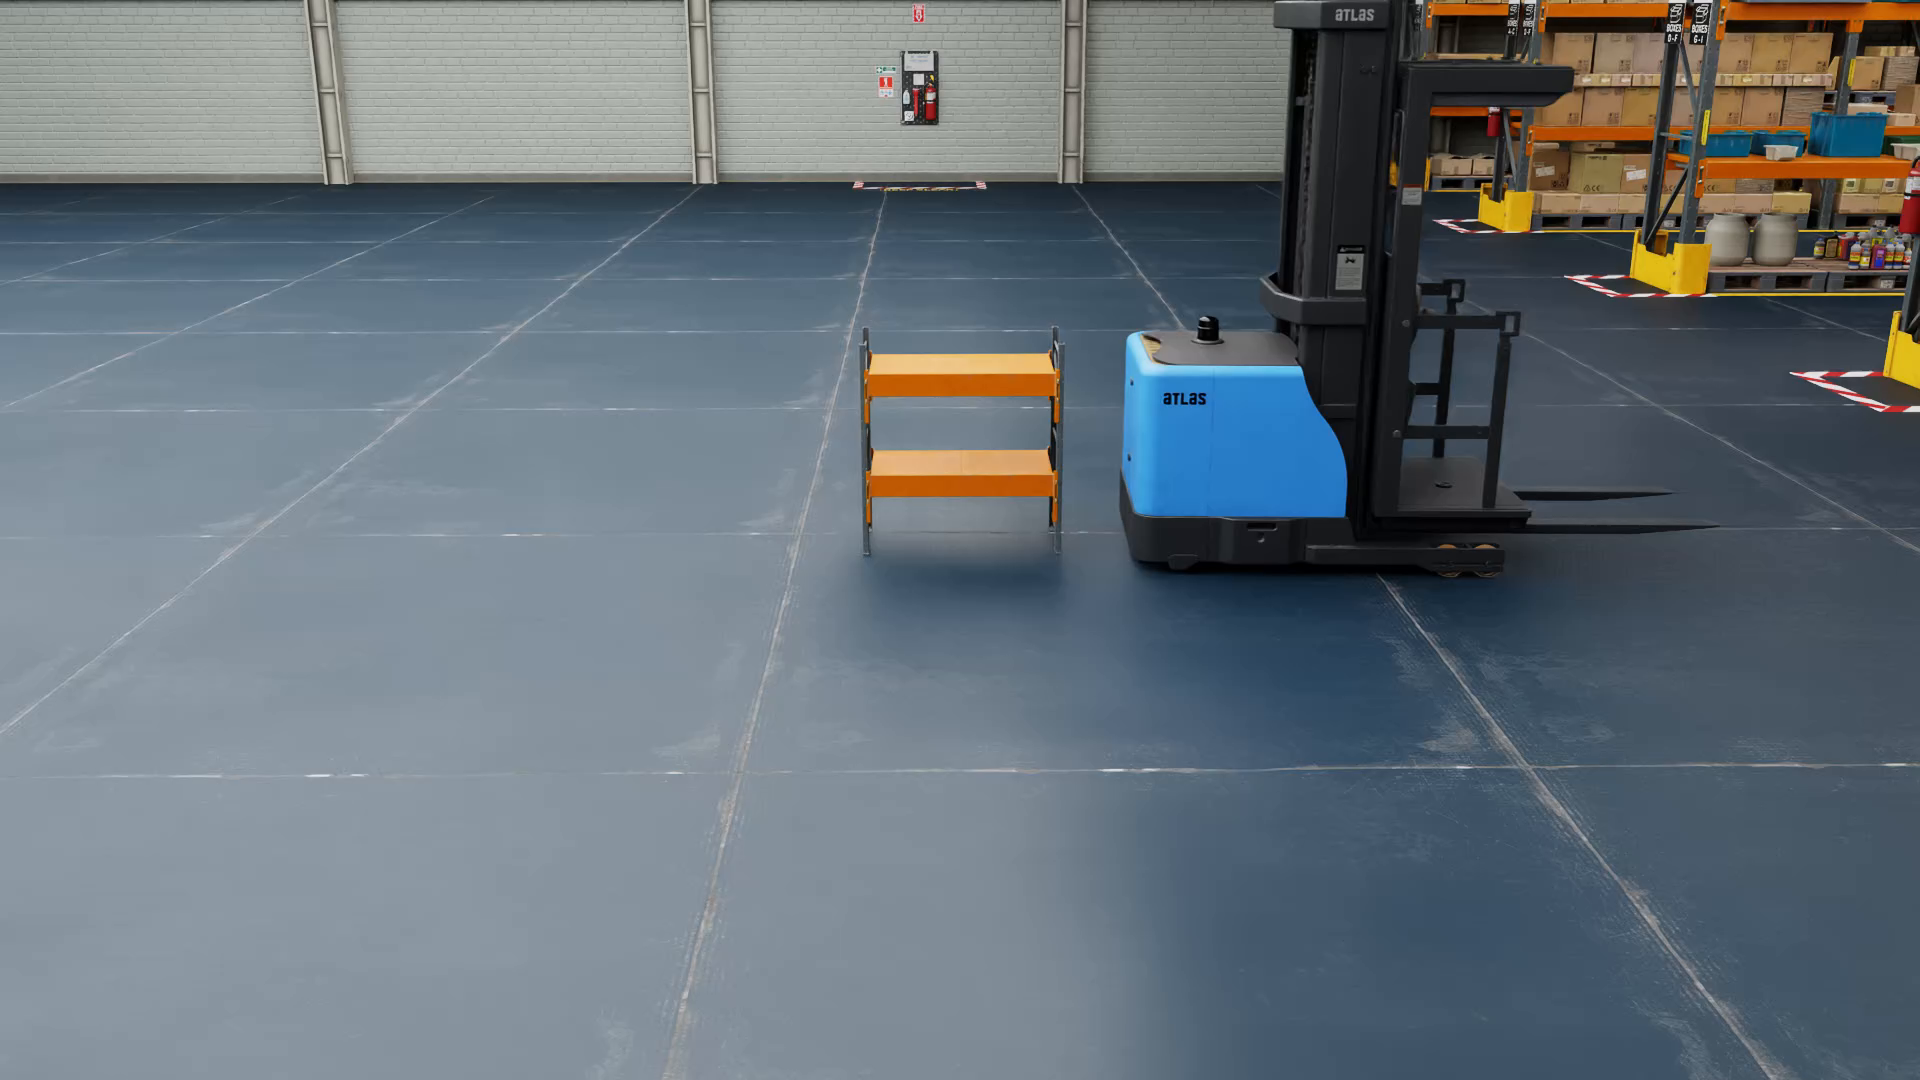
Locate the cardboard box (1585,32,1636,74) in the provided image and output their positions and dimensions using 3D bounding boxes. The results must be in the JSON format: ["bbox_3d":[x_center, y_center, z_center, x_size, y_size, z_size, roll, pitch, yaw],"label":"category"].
[{"bbox_3d":[8.260,-6.254,21.346,0.500,0.500,0.700,-1,18,-2],"label":"cardboard box"}]

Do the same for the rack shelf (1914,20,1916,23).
[{"bbox_3d":[17.131,-8.233,26.069,4.000,0.370,1.077,0,18,-1],"label":"rack shelf"}]

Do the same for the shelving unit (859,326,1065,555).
[{"bbox_3d":[0.007,-0.536,8.876,1.048,1.125,0.538,0,18,-1],"label":"shelving unit"}]

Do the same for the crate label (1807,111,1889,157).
[{"bbox_3d":[9.125,-4.181,17.114,0.616,0.435,0.502,0,18,-1],"label":"crate label"}]

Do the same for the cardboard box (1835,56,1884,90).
[{"bbox_3d":[14.103,-7.378,26.254,0.500,0.500,0.700,-2,18,-6],"label":"cardboard box"}]

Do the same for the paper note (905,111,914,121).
[{"bbox_3d":[-0.830,-6.938,27.207,0.142,0.148,0.016,0,18,-1],"label":"paper note"}]

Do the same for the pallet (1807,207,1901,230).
[{"bbox_3d":[11.950,-4.293,22.085,1.213,0.211,1.003,0,18,-1],"label":"pallet"}]

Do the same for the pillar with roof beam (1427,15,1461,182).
[{"bbox_3d":[7.887,-8.908,22.086,0.400,9.000,9.100,0,18,-1],"label":"pillar with roof beam"}]

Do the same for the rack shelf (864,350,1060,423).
[{"bbox_3d":[0.007,-0.814,8.786,1.000,0.278,0.538,0,18,-1],"label":"rack shelf"}]

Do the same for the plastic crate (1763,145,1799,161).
[{"bbox_3d":[8.189,-3.854,16.582,0.250,0.136,0.298,0,18,-1],"label":"plastic crate"}]

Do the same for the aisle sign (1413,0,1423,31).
[{"bbox_3d":[7.065,-8.245,25.583,0.004,0.787,0.394,0,18,-1],"label":"aisle sign"}]

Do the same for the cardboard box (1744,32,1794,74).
[{"bbox_3d":[10.265,-6.264,21.376,0.500,0.500,0.700,0,18,-1],"label":"cardboard box"}]

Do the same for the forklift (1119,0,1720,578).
[{"bbox_3d":[2.404,-1.368,8.513,3.031,2.935,1.130,0,18,1],"label":"forklift"}]

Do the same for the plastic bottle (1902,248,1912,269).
[{"bbox_3d":[9.649,-2.866,16.933,0.097,0.201,0.097,0,18,0],"label":"plastic bottle"}]

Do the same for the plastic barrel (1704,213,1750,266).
[{"bbox_3d":[7.946,-3.115,17.233,0.421,0.512,0.421,0,18,0],"label":"plastic barrel"}]

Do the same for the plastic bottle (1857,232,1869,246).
[{"bbox_3d":[9.510,-3.122,17.608,0.135,0.276,0.152,-1,18,-2],"label":"plastic bottle"}]

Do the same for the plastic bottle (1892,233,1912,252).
[{"bbox_3d":[9.889,-3.080,17.476,0.135,0.276,0.152,0,18,-1],"label":"plastic bottle"}]

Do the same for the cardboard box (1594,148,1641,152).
[{"bbox_3d":[8.746,-4.937,22.112,0.500,0.500,0.500,0,18,-1],"label":"cardboard box"}]

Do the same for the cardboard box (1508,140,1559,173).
[{"bbox_3d":[9.130,-6.085,26.478,0.500,0.500,0.700,-1,18,-4],"label":"cardboard box"}]

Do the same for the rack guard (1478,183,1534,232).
[{"bbox_3d":[7.191,-4.396,21.932,0.348,0.500,1.175,0,18,-1],"label":"rack guard"}]

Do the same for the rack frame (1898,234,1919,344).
[{"bbox_3d":[7.367,-2.560,12.119,0.127,3.000,1.000,0,18,-1],"label":"rack frame"}]

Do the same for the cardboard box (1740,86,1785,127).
[{"bbox_3d":[10.243,-5.644,21.568,0.500,0.500,0.700,0,18,-1],"label":"cardboard box"}]

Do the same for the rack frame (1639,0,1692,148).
[{"bbox_3d":[11.132,-7.118,26.327,0.127,3.000,1.000,0,18,-1],"label":"rack frame"}]

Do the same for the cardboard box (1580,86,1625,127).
[{"bbox_3d":[8.207,-5.636,21.542,0.500,0.500,0.700,0,18,1],"label":"cardboard box"}]

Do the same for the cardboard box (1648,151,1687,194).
[{"bbox_3d":[9.254,-4.775,21.608,0.500,0.500,0.500,0,18,-1],"label":"cardboard box"}]

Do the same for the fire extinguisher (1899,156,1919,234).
[{"bbox_3d":[7.245,-2.664,12.567,0.183,0.674,0.296,0,18,-1],"label":"fire extinguisher"}]

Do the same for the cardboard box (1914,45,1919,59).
[{"bbox_3d":[15.581,-7.775,26.462,0.500,0.250,0.500,0,18,1],"label":"cardboard box"}]

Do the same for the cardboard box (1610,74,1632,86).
[{"bbox_3d":[8.376,-5.882,21.247,0.250,0.149,0.380,-1,18,-2],"label":"cardboard box"}]

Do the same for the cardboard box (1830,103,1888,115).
[{"bbox_3d":[11.706,-5.550,21.682,0.500,0.250,0.500,1,18,3],"label":"cardboard box"}]

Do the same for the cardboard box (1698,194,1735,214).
[{"bbox_3d":[9.754,-4.421,21.732,0.500,0.250,0.500,0,18,-1],"label":"cardboard box"}]

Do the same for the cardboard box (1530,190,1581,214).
[{"bbox_3d":[7.754,-4.411,21.702,0.500,0.250,0.500,0,18,-1],"label":"cardboard box"}]

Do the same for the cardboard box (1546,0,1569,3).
[{"bbox_3d":[9.063,-8.514,25.571,0.500,0.500,0.500,1,18,3],"label":"cardboard box"}]

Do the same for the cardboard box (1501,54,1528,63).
[{"bbox_3d":[8.626,-7.305,25.893,0.500,0.500,0.500,-1,18,-3],"label":"cardboard box"}]

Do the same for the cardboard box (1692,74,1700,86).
[{"bbox_3d":[9.410,-5.887,21.264,0.250,0.149,0.380,0,18,1],"label":"cardboard box"}]

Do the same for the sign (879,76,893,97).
[{"bbox_3d":[-1.206,-7.383,27.094,0.234,0.329,0.001,0,18,-1],"label":"sign"}]

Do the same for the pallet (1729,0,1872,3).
[{"bbox_3d":[8.118,-5.386,16.324,1.213,0.211,1.003,0,18,-1],"label":"pallet"}]

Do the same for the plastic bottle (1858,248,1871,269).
[{"bbox_3d":[9.210,-2.864,16.927,0.097,0.201,0.097,0,18,0],"label":"plastic bottle"}]

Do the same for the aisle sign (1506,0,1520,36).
[{"bbox_3d":[7.144,-6.913,21.432,0.004,0.787,0.394,0,18,-1],"label":"aisle sign"}]

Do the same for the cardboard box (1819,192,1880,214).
[{"bbox_3d":[11.621,-4.422,21.736,0.500,0.250,0.500,-1,18,-2],"label":"cardboard box"}]

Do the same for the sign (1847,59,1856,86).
[{"bbox_3d":[11.224,-5.886,20.938,0.005,0.325,0.100,0,18,-1],"label":"sign"}]

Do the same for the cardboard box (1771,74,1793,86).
[{"bbox_3d":[10.436,-5.892,21.280,0.250,0.149,0.380,-1,18,-2],"label":"cardboard box"}]

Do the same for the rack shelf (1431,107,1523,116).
[{"bbox_3d":[9.132,-6.766,26.407,4.000,0.370,1.077,0,18,-1],"label":"rack shelf"}]
